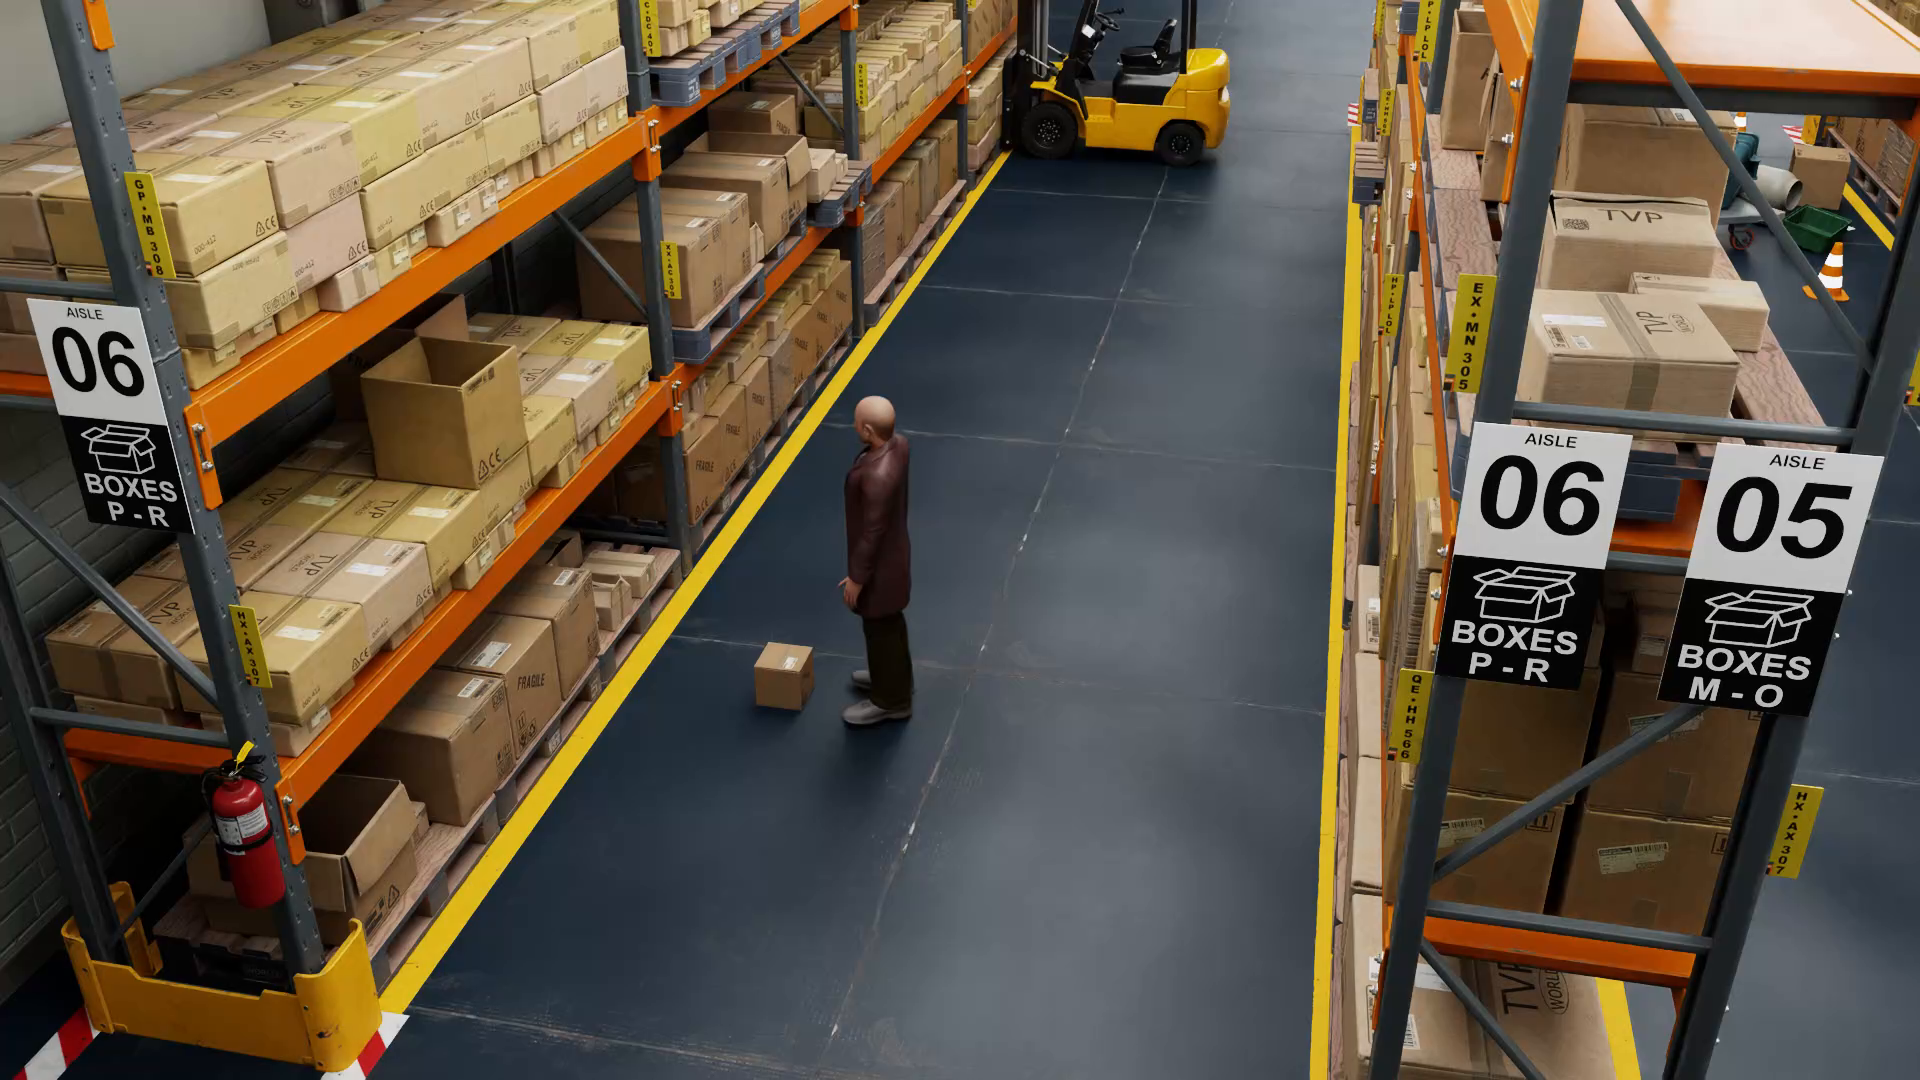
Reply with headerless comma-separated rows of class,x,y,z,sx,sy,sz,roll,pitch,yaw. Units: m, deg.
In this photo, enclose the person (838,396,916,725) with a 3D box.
person,-0.428,0.094,8.419,0.373,1.783,0.596,3,29,6
